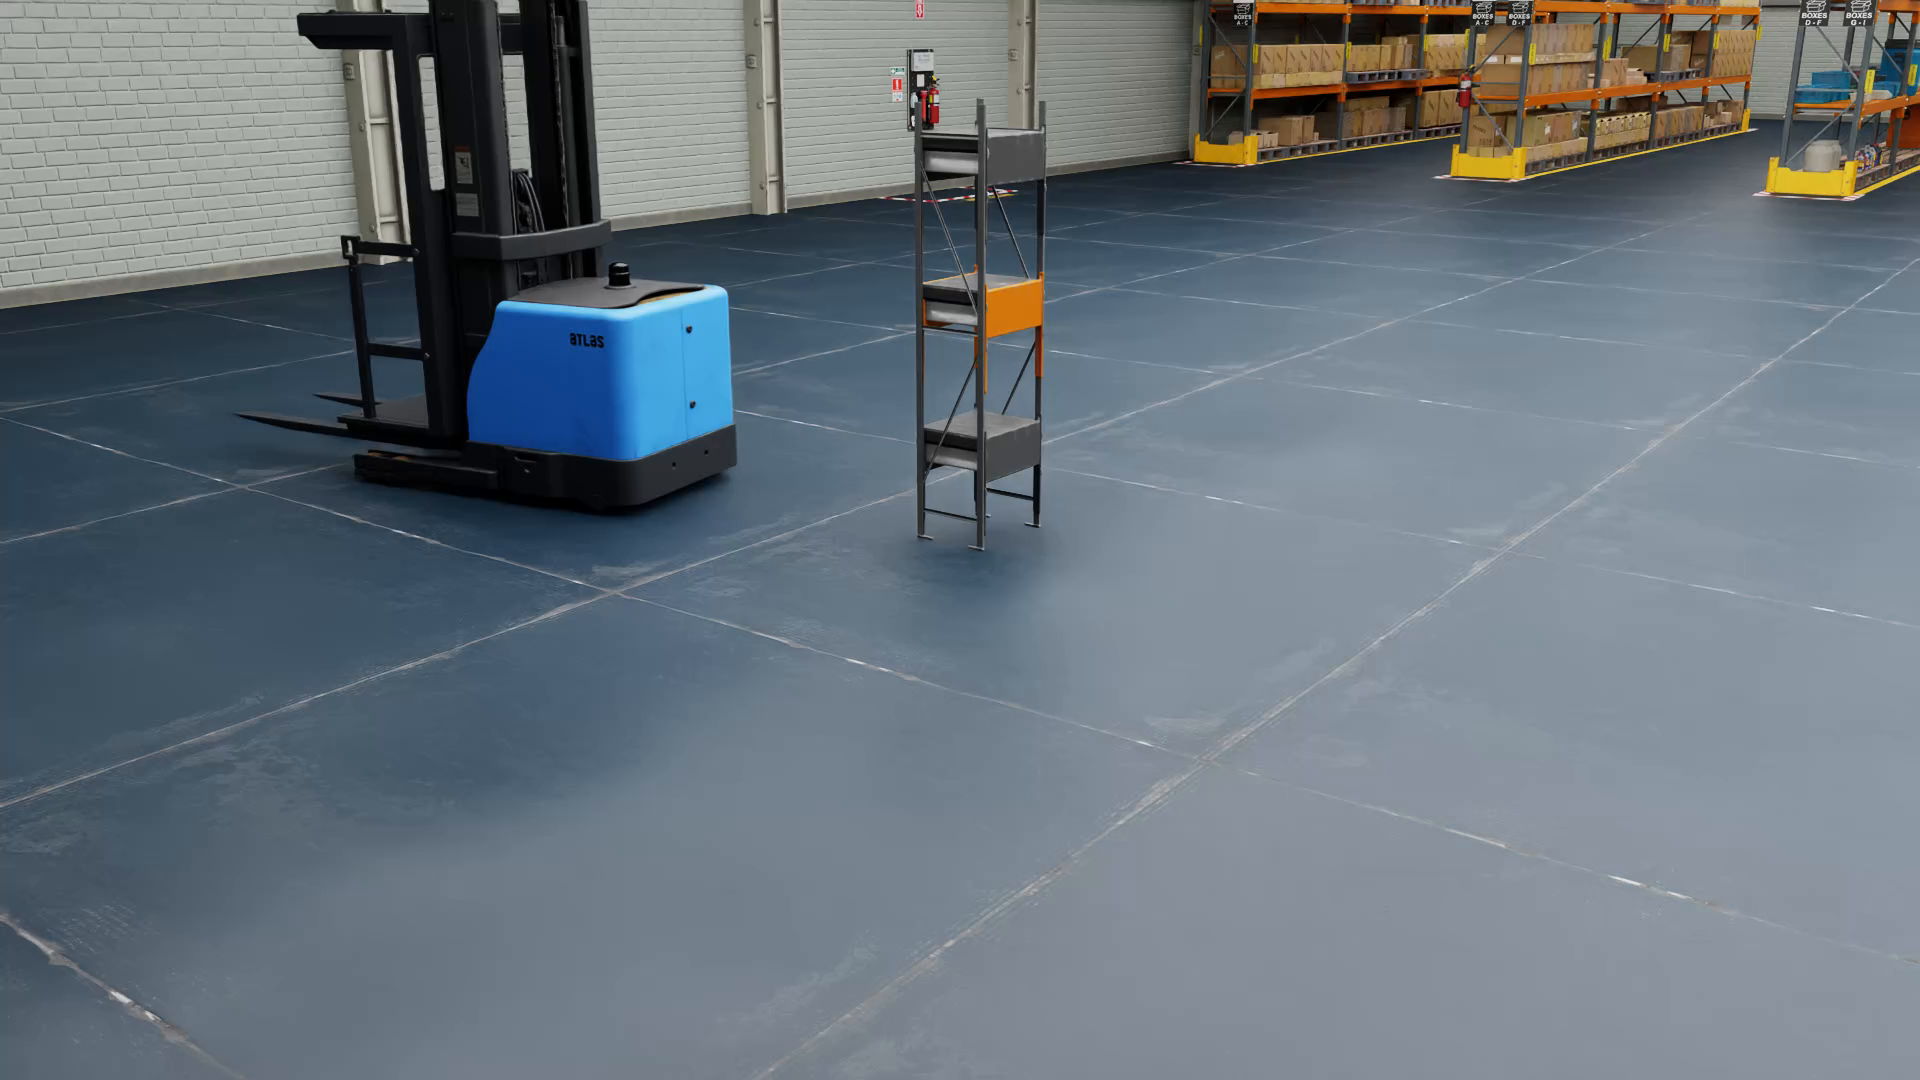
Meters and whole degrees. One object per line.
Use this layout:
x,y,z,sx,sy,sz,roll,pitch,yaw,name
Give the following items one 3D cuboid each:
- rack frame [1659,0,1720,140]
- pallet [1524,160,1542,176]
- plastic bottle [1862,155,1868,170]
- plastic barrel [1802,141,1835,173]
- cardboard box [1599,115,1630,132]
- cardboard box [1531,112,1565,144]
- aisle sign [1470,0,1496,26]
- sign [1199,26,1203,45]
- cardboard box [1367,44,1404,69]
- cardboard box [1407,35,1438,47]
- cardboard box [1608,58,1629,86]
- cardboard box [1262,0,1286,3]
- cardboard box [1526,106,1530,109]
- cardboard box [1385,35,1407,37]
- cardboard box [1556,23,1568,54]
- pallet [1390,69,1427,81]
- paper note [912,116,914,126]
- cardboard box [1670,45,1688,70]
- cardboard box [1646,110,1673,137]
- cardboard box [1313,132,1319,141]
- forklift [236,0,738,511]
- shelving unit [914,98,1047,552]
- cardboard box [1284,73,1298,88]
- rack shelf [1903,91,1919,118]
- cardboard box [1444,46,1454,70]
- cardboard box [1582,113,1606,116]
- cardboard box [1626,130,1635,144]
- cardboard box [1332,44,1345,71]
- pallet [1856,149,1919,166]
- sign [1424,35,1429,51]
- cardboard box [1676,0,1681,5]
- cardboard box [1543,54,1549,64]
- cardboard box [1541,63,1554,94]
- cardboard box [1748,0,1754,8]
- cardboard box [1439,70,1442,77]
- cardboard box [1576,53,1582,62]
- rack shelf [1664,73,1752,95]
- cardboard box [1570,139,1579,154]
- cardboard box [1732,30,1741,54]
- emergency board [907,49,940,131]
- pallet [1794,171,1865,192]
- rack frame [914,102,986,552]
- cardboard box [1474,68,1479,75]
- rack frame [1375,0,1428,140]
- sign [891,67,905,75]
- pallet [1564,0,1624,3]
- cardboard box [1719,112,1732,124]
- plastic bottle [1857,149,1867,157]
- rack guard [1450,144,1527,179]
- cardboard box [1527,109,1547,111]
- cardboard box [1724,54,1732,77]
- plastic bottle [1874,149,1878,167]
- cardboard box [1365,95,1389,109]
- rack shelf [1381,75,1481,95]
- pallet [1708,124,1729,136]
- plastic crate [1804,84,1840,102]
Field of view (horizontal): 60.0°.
15.979,-10.375,36.594,1.000,3.000,0.127,12,21,35,rack frame
9.251,-6.374,28.415,1.003,0.211,1.213,12,21,35,pallet
14.339,-6.006,26.385,0.097,0.271,0.097,0,17,0,plastic bottle
13.135,-5.823,25.424,0.421,0.512,0.421,0,17,0,plastic barrel
12.573,-8.045,32.076,0.500,0.311,0.500,13,22,36,cardboard box
10.223,-7.207,29.059,0.500,0.500,0.500,12,21,35,cardboard box
8.554,-8.794,27.122,0.394,0.787,0.004,12,21,35,aisle sign
4.414,-9.198,30.319,0.100,0.325,0.005,12,21,35,sign
9.032,-10.303,35.452,0.700,0.500,0.500,10,20,30,cardboard box
10.110,-10.923,36.393,0.500,0.250,0.500,13,22,36,cardboard box
12.609,-9.067,32.215,0.500,0.500,0.500,11,20,32,cardboard box
5.597,-10.038,30.250,0.500,0.500,0.500,14,22,38,cardboard box
14.045,-11.024,42.193,0.700,0.500,0.500,12,21,35,cardboard box
9.677,-11.008,36.665,0.500,0.250,0.500,13,22,36,cardboard box
10.056,-8.671,28.753,0.700,0.500,0.500,12,21,35,cardboard box
9.276,-10.016,35.764,1.213,0.211,1.003,12,21,35,pallet
-0.668,-6.249,24.794,0.016,0.148,0.142,12,21,35,paper note
14.976,-10.191,35.127,0.700,0.500,0.500,7,19,21,cardboard box
14.404,-8.622,34.423,0.500,0.500,0.500,12,21,33,cardboard box
6.937,-8.068,33.202,0.380,0.166,0.250,9,20,28,cardboard box
-2.811,-1.830,9.195,3.031,2.935,1.130,8,19,25,forklift
0.099,-1.042,8.059,0.431,2.100,0.503,12,21,35,shelving unit
6.000,-8.636,31.213,0.500,0.250,0.500,12,21,34,cardboard box
16.380,-7.726,29.278,1.077,0.370,4.000,12,21,35,rack shelf
10.726,-10.807,37.284,0.500,0.500,0.500,12,21,34,cardboard box
12.436,-8.257,32.757,0.500,0.311,0.500,12,21,33,cardboard box
12.871,-7.898,32.548,0.500,0.250,0.500,13,21,36,cardboard box
7.198,-9.473,32.644,0.500,0.500,0.500,12,21,35,cardboard box
17.078,-7.036,30.547,1.003,0.211,1.213,12,21,35,pallet
10.056,-10.718,35.881,0.100,0.325,0.005,12,21,35,sign
14.132,-11.134,33.812,0.910,0.500,0.500,12,21,35,cardboard box
9.692,-8.112,28.045,0.380,0.149,0.250,12,21,34,cardboard box
9.727,-7.916,28.510,0.700,0.500,0.500,13,21,35,cardboard box
17.961,-12.402,38.318,0.500,0.250,0.500,12,21,35,cardboard box
10.579,-10.475,37.309,0.380,0.149,0.250,13,21,36,cardboard box
10.763,-8.540,29.424,0.380,0.149,0.250,12,21,35,cardboard box
17.170,-10.508,38.235,1.077,0.370,4.000,12,21,35,rack shelf
10.805,-7.090,29.946,0.500,0.250,0.500,12,21,35,cardboard box
17.406,-11.331,37.819,0.500,0.500,0.500,13,22,36,cardboard box
-0.508,-6.700,24.760,0.194,1.169,0.643,12,21,35,emergency board
13.300,-5.528,25.688,1.003,0.211,1.213,12,21,35,pallet
-0.047,-0.984,7.872,0.400,2.100,0.015,12,21,35,rack frame
11.893,-10.944,38.817,0.380,0.149,0.250,13,21,36,cardboard box
9.615,-10.296,36.342,1.000,3.000,0.127,12,21,35,rack frame
-0.910,-6.856,24.309,0.001,0.109,0.331,12,21,35,sign
11.727,-10.023,30.726,0.805,0.209,1.217,11,21,33,pallet
17.646,-9.830,38.736,0.500,0.250,0.500,12,21,35,cardboard box
14.787,-6.273,27.236,0.152,0.276,0.135,12,21,35,plastic bottle
8.814,-6.317,27.743,1.175,0.500,0.348,12,21,35,rack guard
10.393,-7.539,30.127,0.500,0.500,0.500,12,21,35,cardboard box
17.104,-10.737,37.592,0.500,0.500,0.500,12,21,34,cardboard box
14.858,-6.210,27.021,0.061,0.283,0.133,14,22,38,plastic bottle
8.838,-9.366,35.553,0.500,0.250,0.500,13,21,36,cardboard box
10.807,-10.429,37.983,1.077,0.370,4.000,12,21,35,rack shelf
17.115,-9.498,38.474,1.003,0.211,1.213,12,21,35,pallet
13.254,-6.895,25.640,0.499,0.251,0.408,12,21,35,plastic crate
